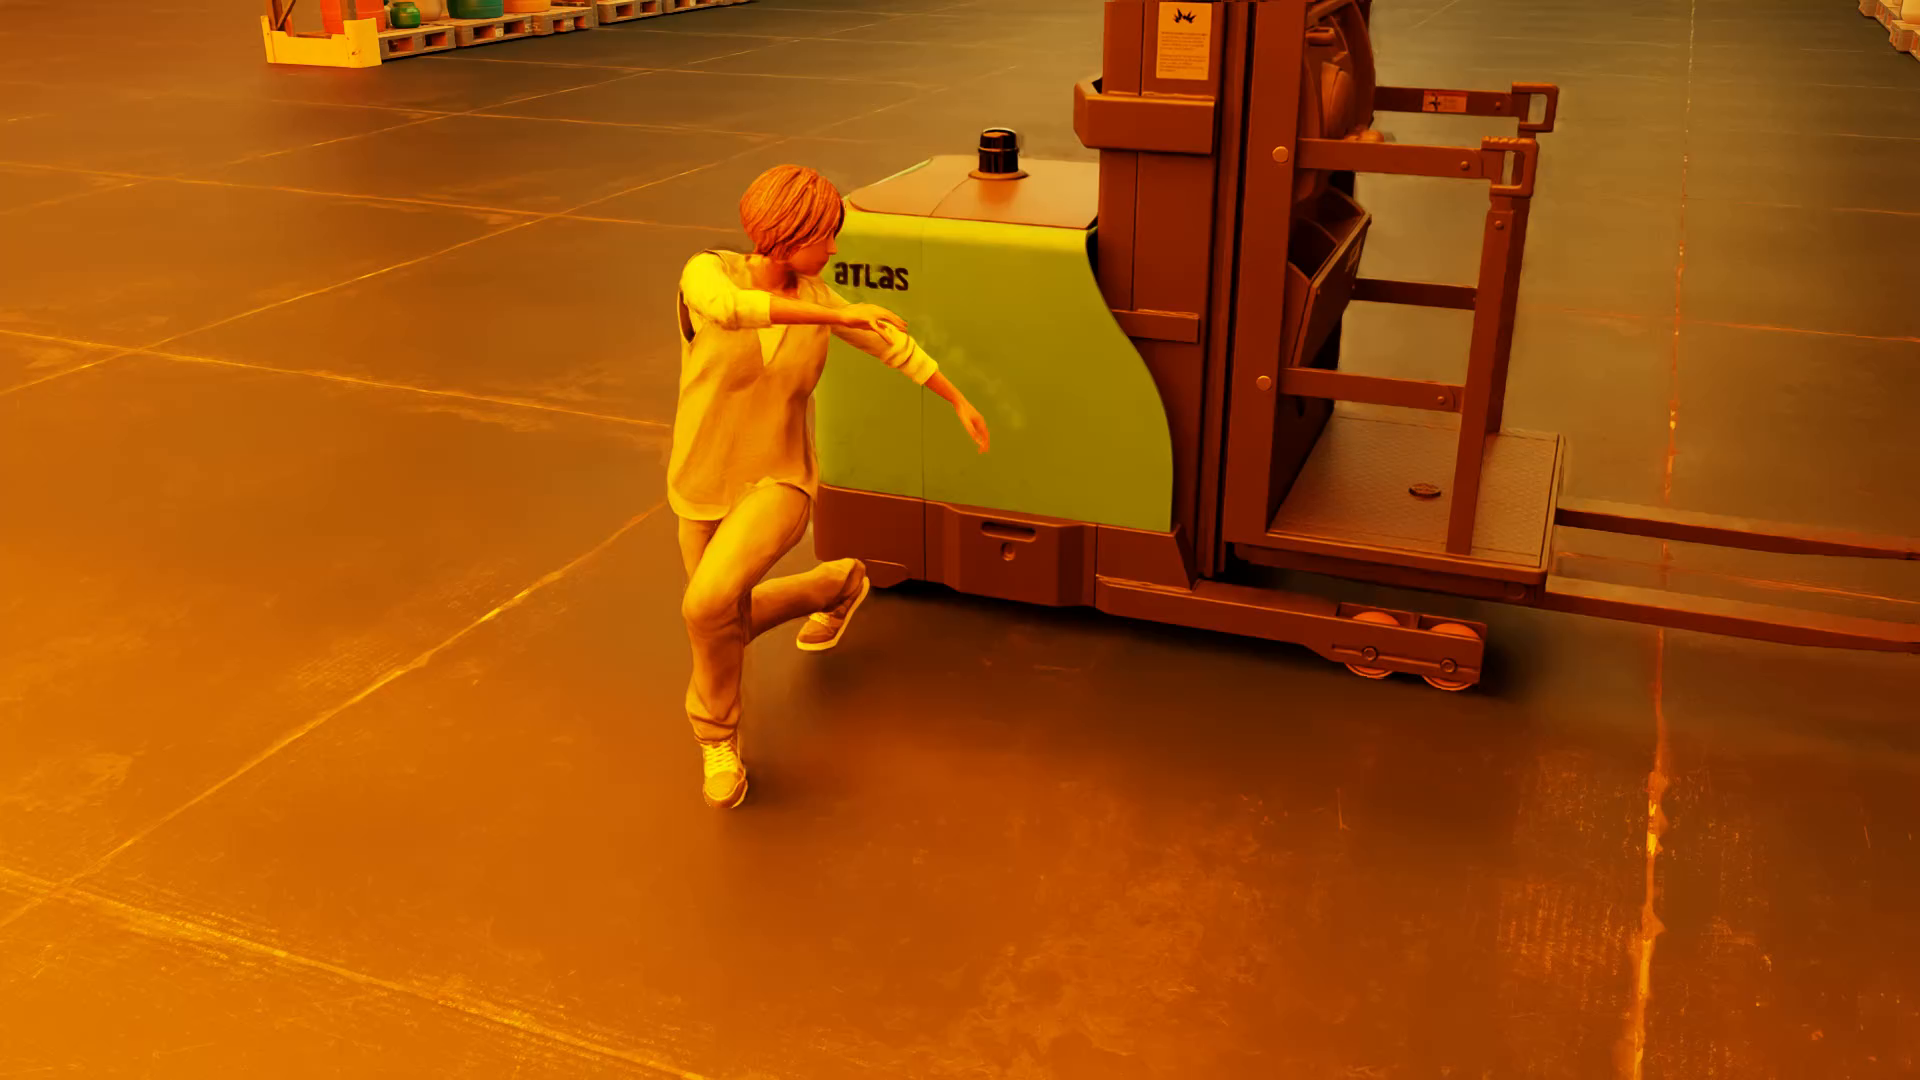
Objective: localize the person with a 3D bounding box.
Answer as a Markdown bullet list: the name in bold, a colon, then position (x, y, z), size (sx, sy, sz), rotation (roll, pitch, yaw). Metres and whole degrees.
- **person**: position (-0.311, -0.110, 3.822), size (0.702, 1.226, 0.880), rotation (3, 23, 6)

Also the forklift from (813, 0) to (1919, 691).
- **forklift**: position (1.151, -1.205, 4.174), size (3.031, 2.935, 1.130), rotation (8, 24, 19)
